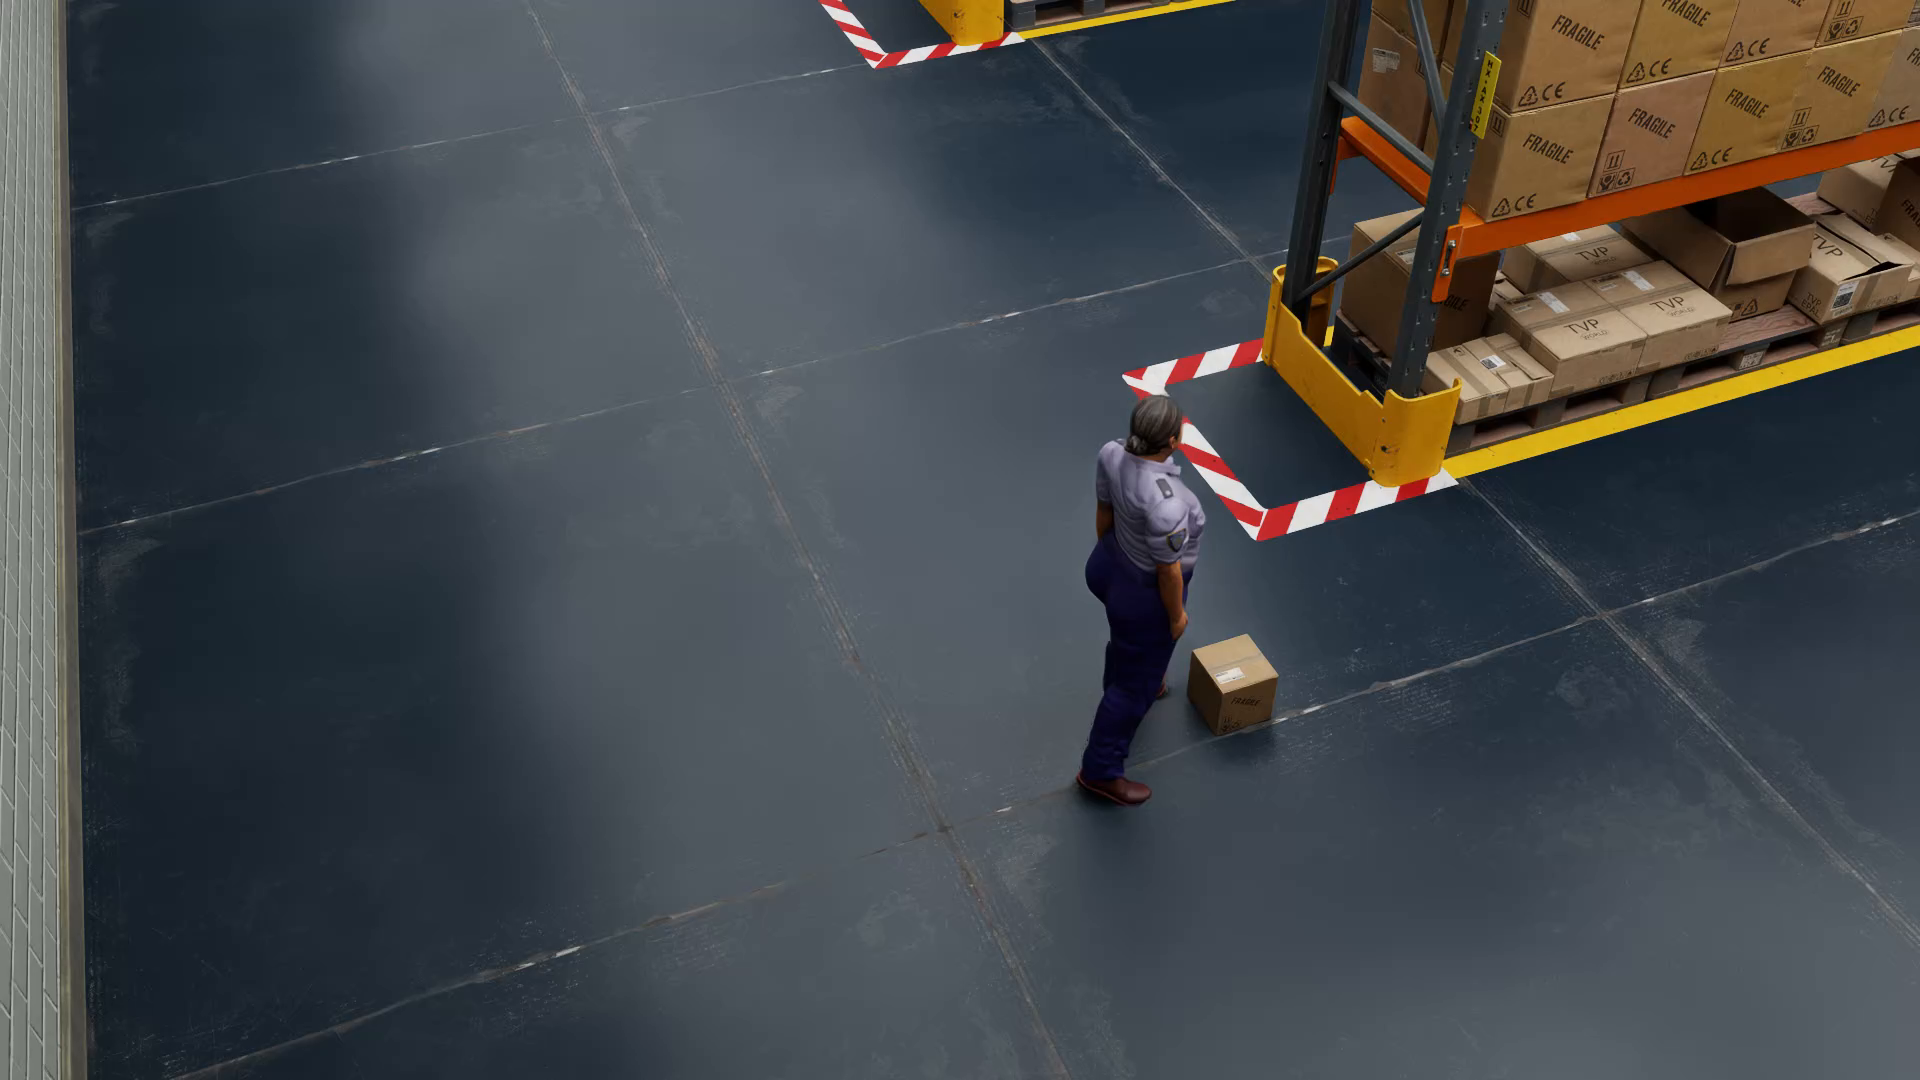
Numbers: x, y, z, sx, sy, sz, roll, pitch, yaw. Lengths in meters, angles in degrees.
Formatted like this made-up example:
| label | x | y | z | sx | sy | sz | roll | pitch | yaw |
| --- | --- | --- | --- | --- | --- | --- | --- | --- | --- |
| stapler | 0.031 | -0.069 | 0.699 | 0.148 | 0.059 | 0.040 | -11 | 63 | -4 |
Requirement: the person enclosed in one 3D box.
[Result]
| label | x | y | z | sx | sy | sz | roll | pitch | yaw |
| --- | --- | --- | --- | --- | --- | --- | --- | --- | --- |
| person | 0.649 | 0.206 | 5.980 | 0.572 | 1.655 | 0.578 | -16 | 44 | -17 |
